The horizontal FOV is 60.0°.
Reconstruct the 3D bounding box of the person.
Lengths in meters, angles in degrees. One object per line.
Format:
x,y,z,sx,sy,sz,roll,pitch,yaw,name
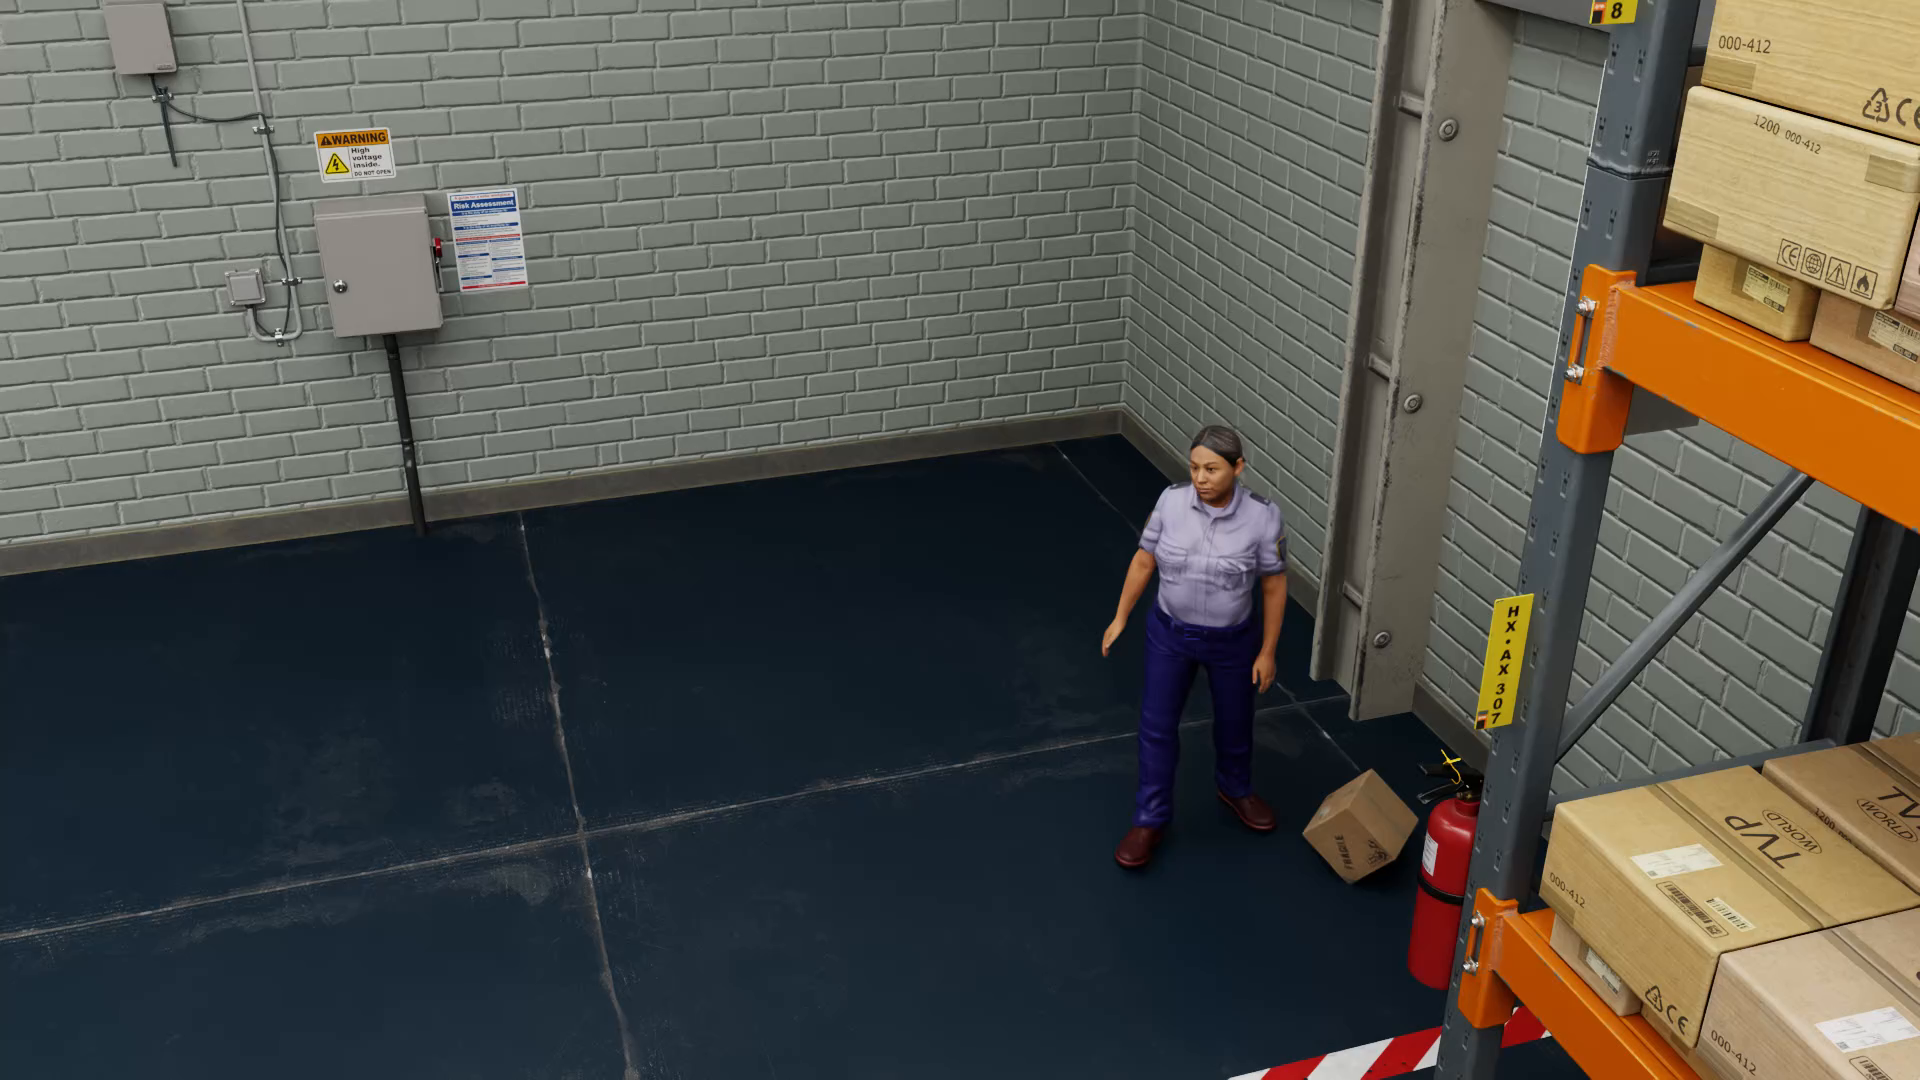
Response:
0.833,0.367,5.883,0.670,1.623,0.613,8,28,15,person
